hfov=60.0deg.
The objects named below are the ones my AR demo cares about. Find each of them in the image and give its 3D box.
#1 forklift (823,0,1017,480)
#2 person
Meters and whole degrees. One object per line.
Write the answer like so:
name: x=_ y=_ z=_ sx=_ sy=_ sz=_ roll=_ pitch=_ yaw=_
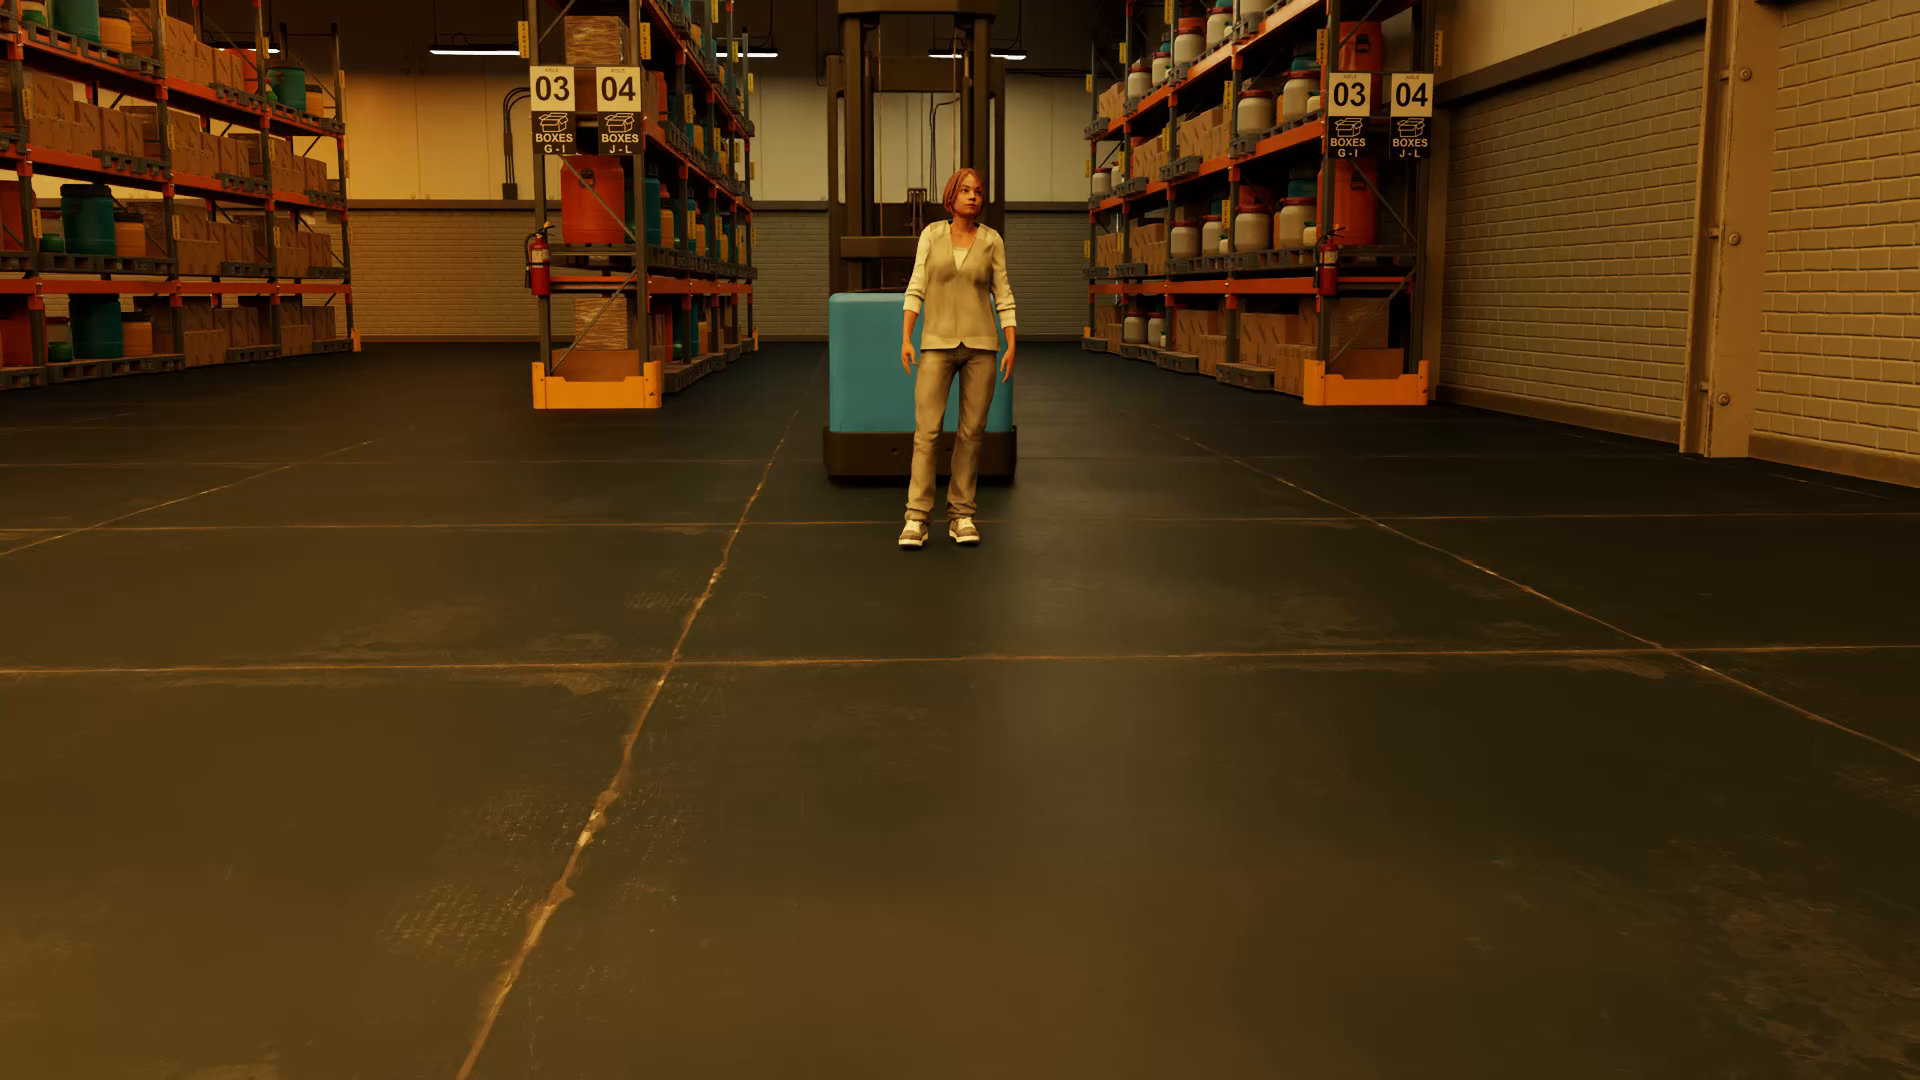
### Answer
forklift: x=-0.280 y=-1.958 z=10.518 sx=1.130 sy=2.935 sz=3.031 roll=0 pitch=8 yaw=-3
person: x=-0.010 y=-0.786 z=7.117 sx=0.520 sy=1.599 sz=0.473 roll=-1 pitch=8 yaw=-4
